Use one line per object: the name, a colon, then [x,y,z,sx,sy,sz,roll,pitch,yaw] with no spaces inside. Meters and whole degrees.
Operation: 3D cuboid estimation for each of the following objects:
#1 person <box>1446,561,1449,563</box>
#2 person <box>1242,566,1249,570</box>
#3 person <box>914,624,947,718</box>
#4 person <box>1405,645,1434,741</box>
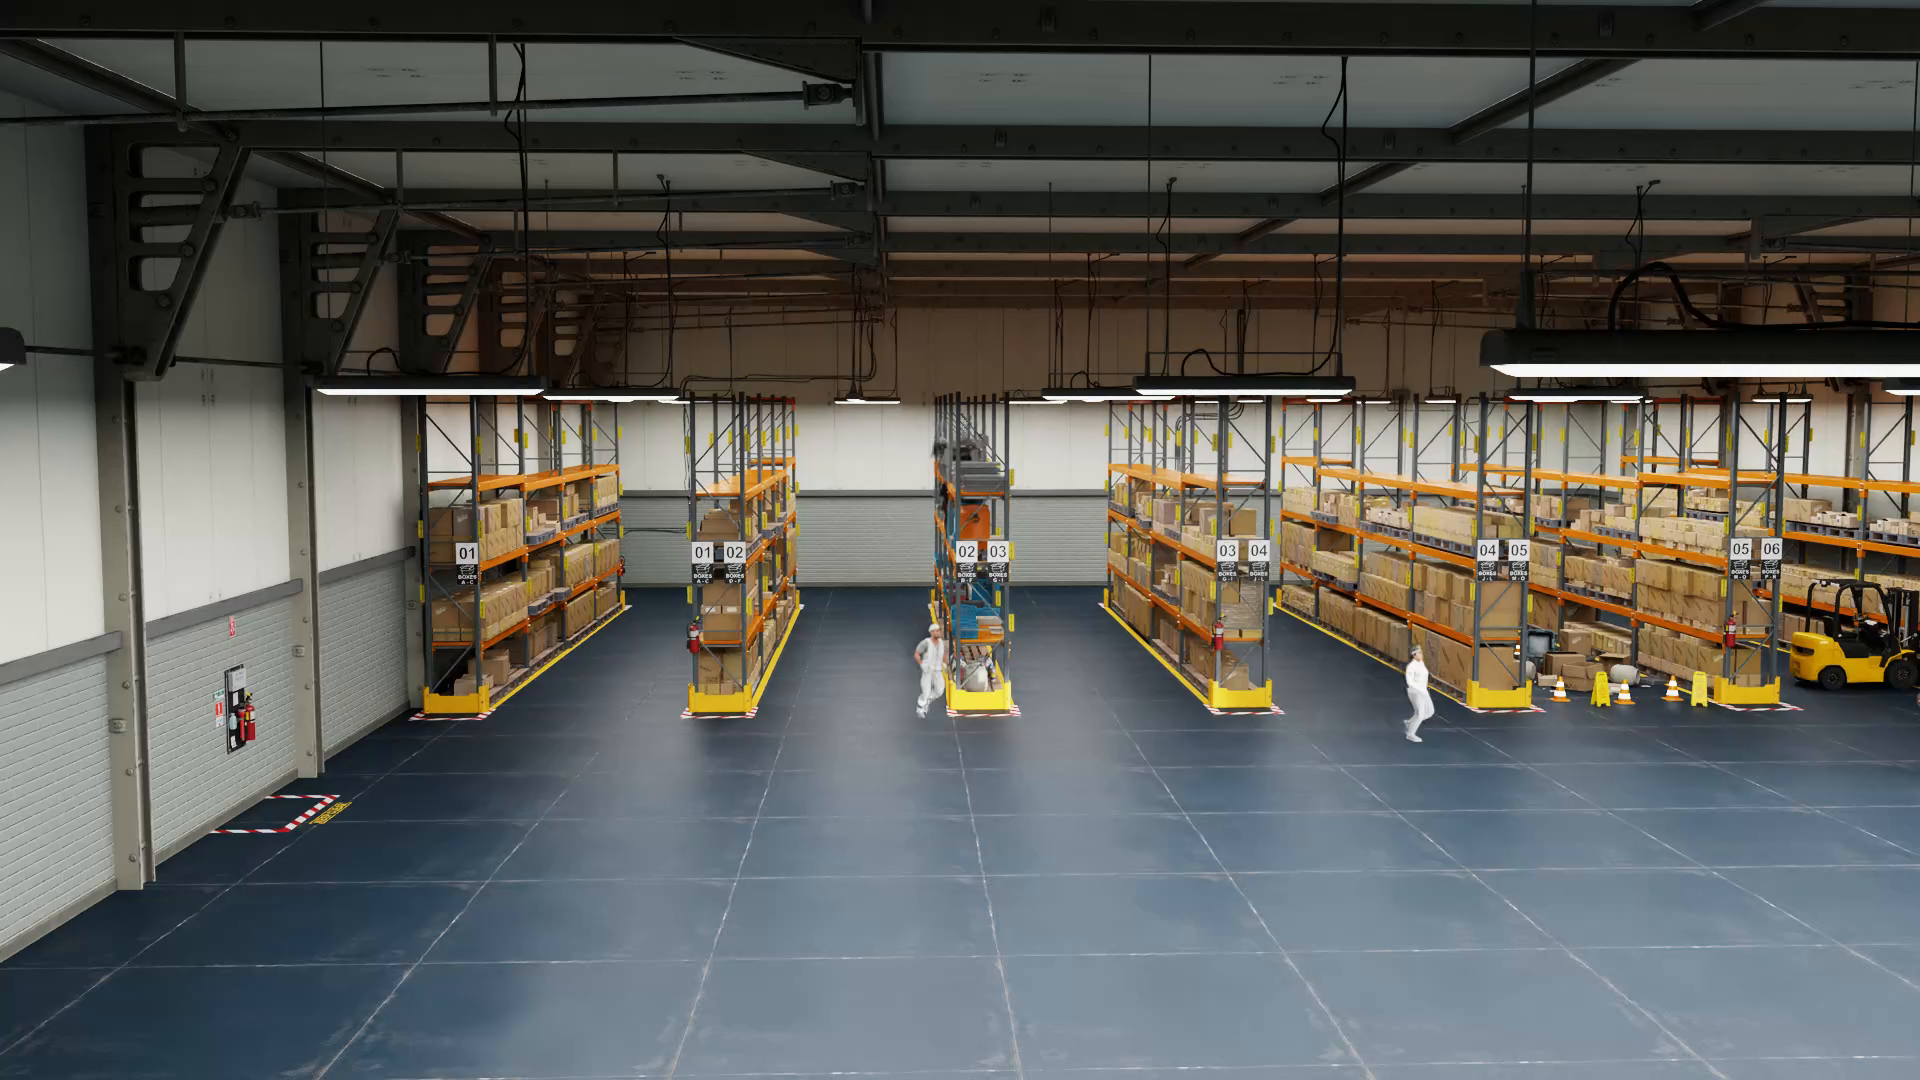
person: [14.650,0.943,49.300,0.684,1.700,0.725,1,5,13]
person: [7.825,1.022,47.409,0.720,1.730,0.961,4,6,42]
person: [-0.488,2.408,30.665,0.716,1.721,0.529,-3,5,-30]
person: [7.862,2.621,28.505,0.488,1.657,0.626,4,6,39]
